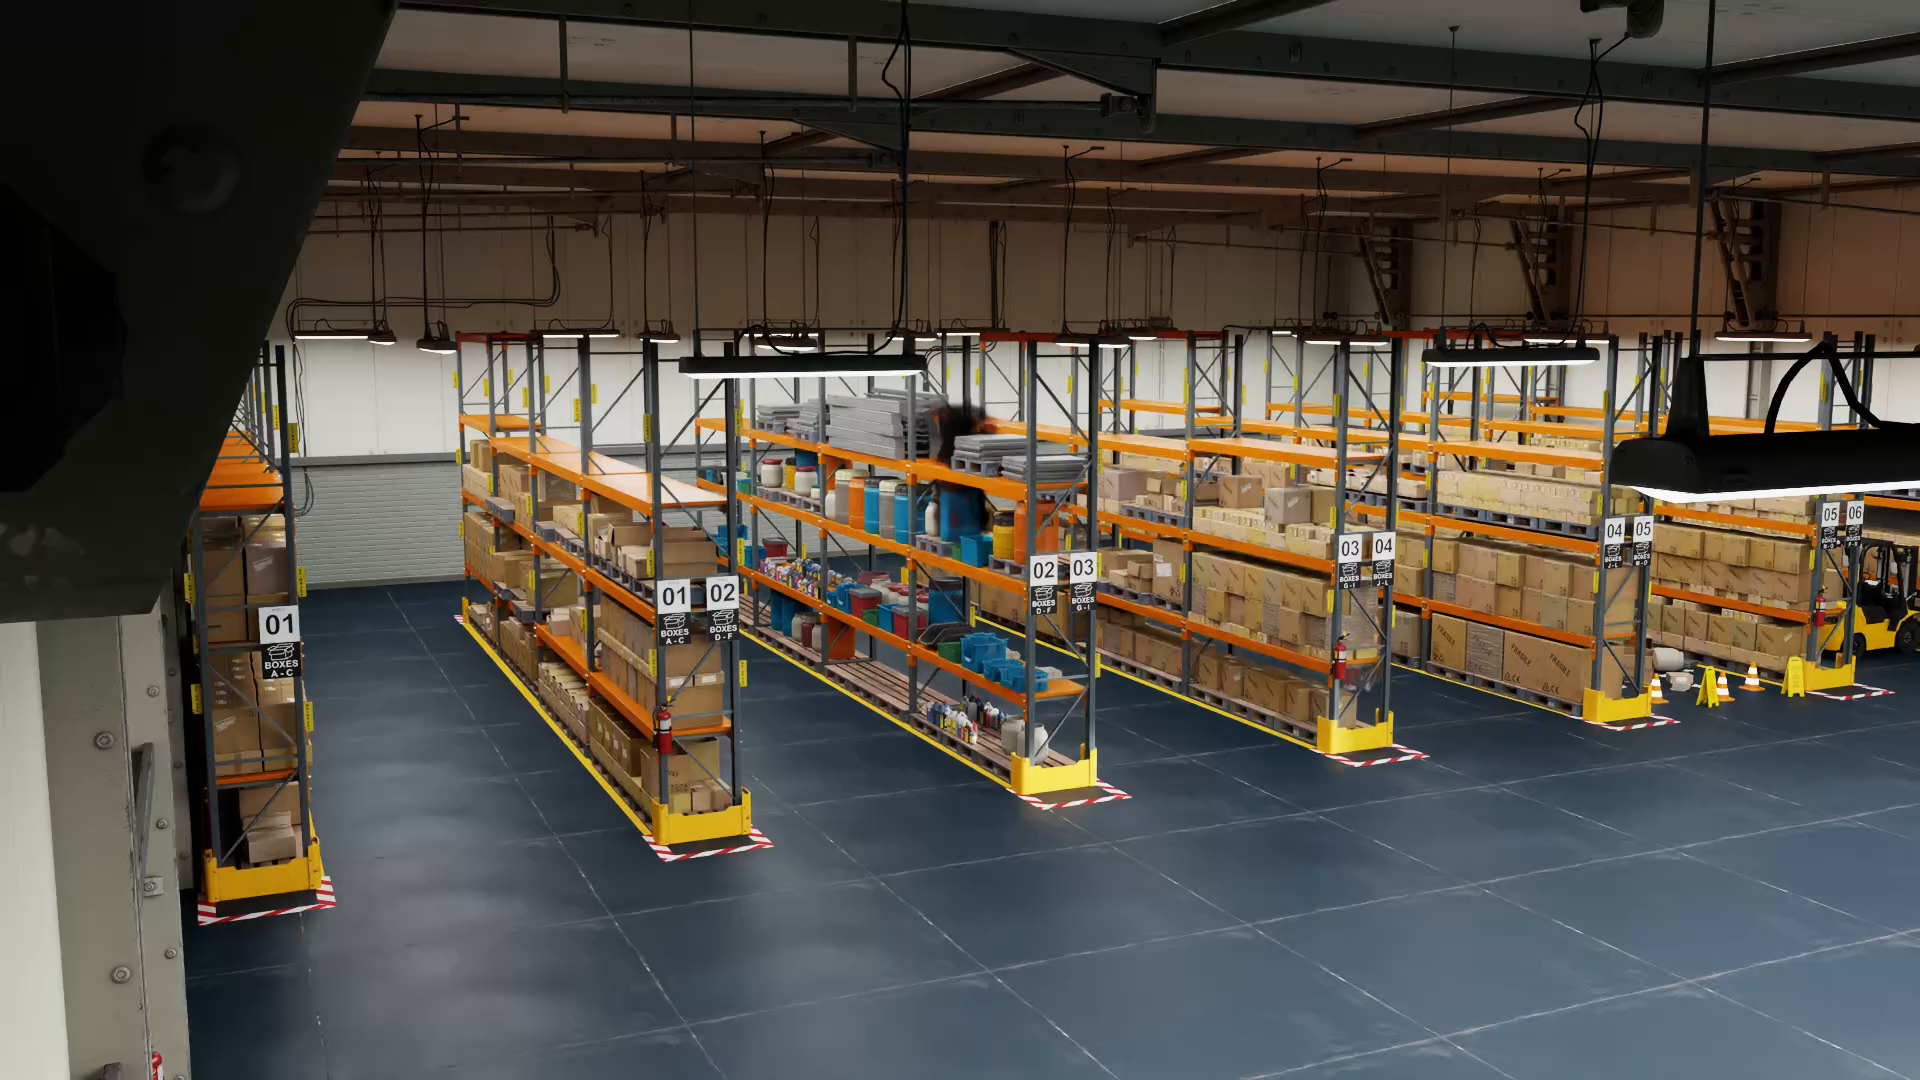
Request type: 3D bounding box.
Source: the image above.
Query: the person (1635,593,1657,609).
[{"bbox_3d":[14.186,1.031,33.953,0.644,1.539,1.159,-7,10,-42],"label":"person"}]

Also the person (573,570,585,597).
[{"bbox_3d":[-8.029,0.813,35.001,0.518,1.662,0.679,-5,9,-31],"label":"person"}]

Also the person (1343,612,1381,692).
[{"bbox_3d":[6.832,1.748,27.876,0.607,1.620,0.795,-5,9,-34],"label":"person"}]

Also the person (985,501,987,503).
[{"bbox_3d":[0.495,-0.076,41.238,0.726,1.817,0.748,-3,8,-21],"label":"person"}]
